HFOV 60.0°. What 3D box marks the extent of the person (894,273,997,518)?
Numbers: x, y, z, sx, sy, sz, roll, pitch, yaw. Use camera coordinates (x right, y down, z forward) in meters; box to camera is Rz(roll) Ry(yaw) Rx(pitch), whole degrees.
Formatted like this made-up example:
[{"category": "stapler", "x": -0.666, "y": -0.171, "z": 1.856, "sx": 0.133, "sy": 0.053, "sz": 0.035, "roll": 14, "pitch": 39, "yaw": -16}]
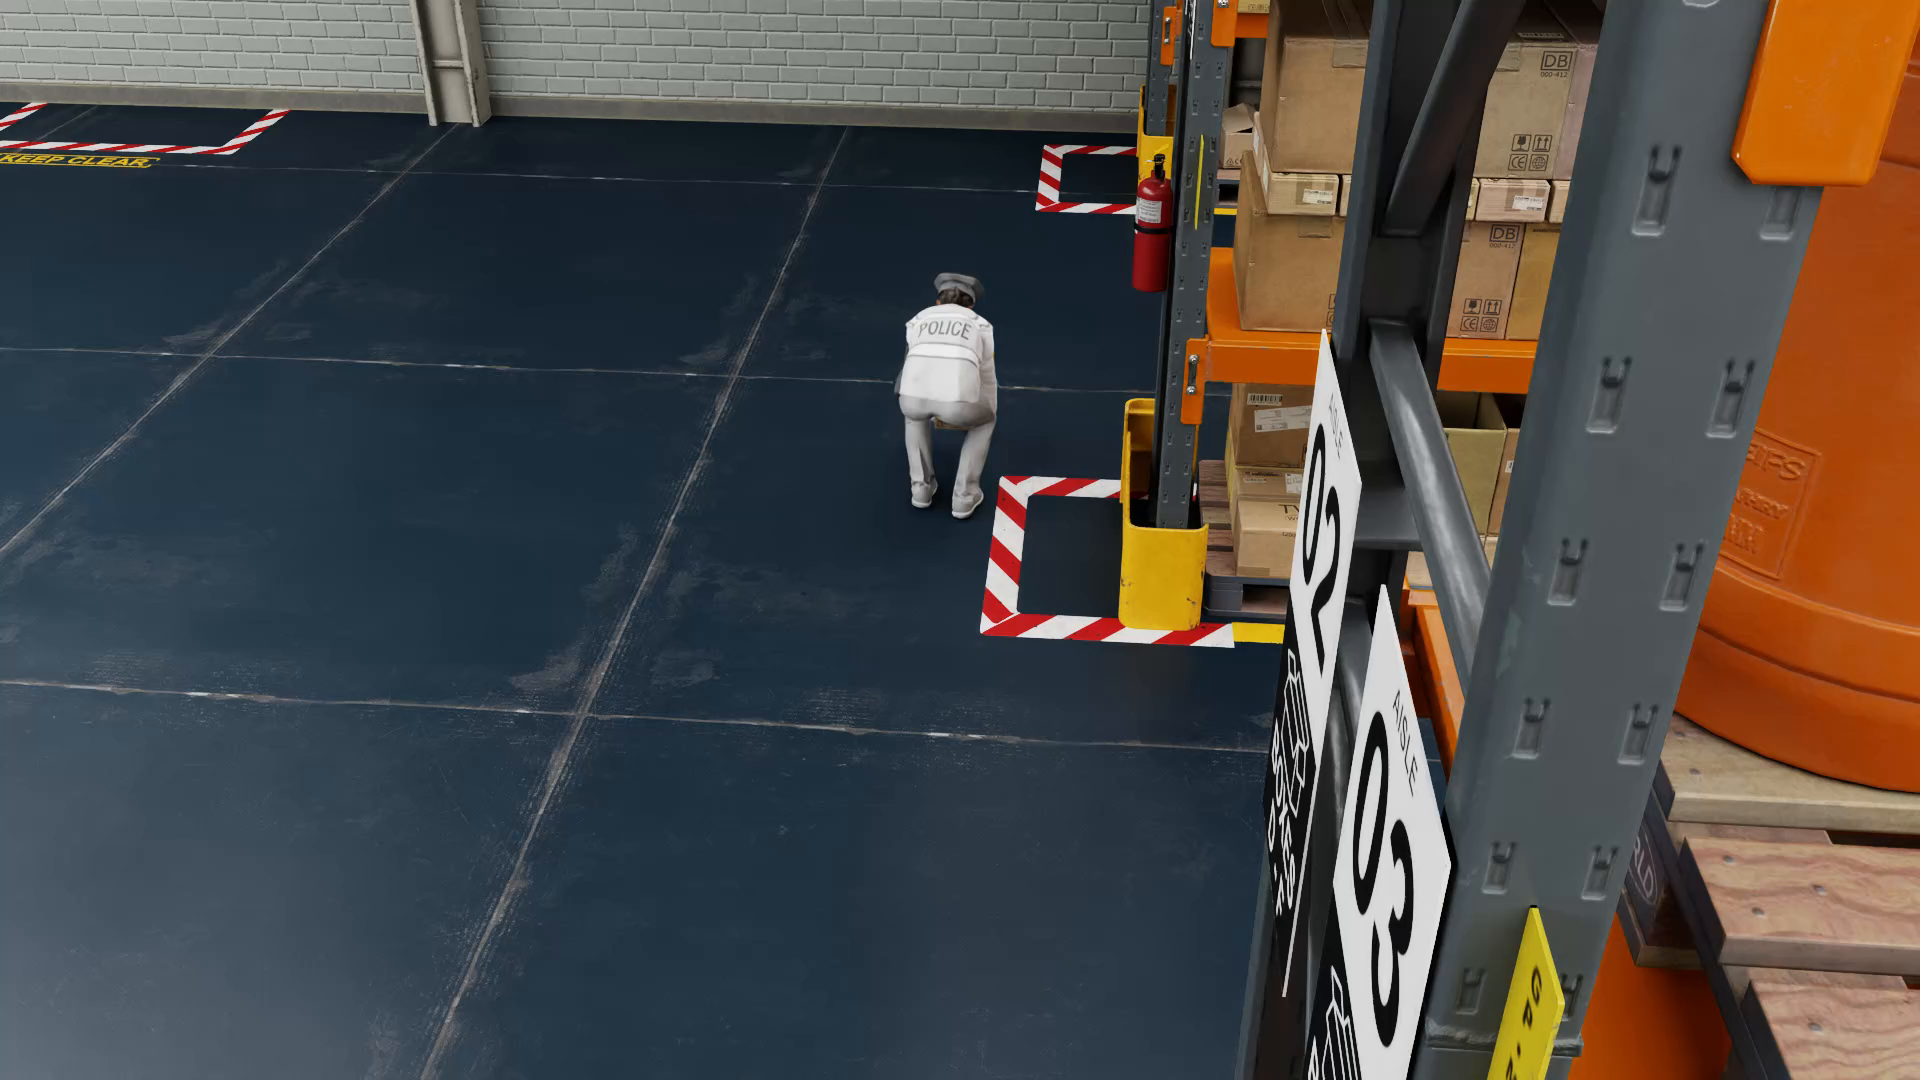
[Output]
[{"category": "person", "x": -0.049, "y": -0.679, "z": 7.854, "sx": 0.453, "sy": 0.990, "sz": 0.916, "roll": 5, "pitch": 33, "yaw": 8}]
